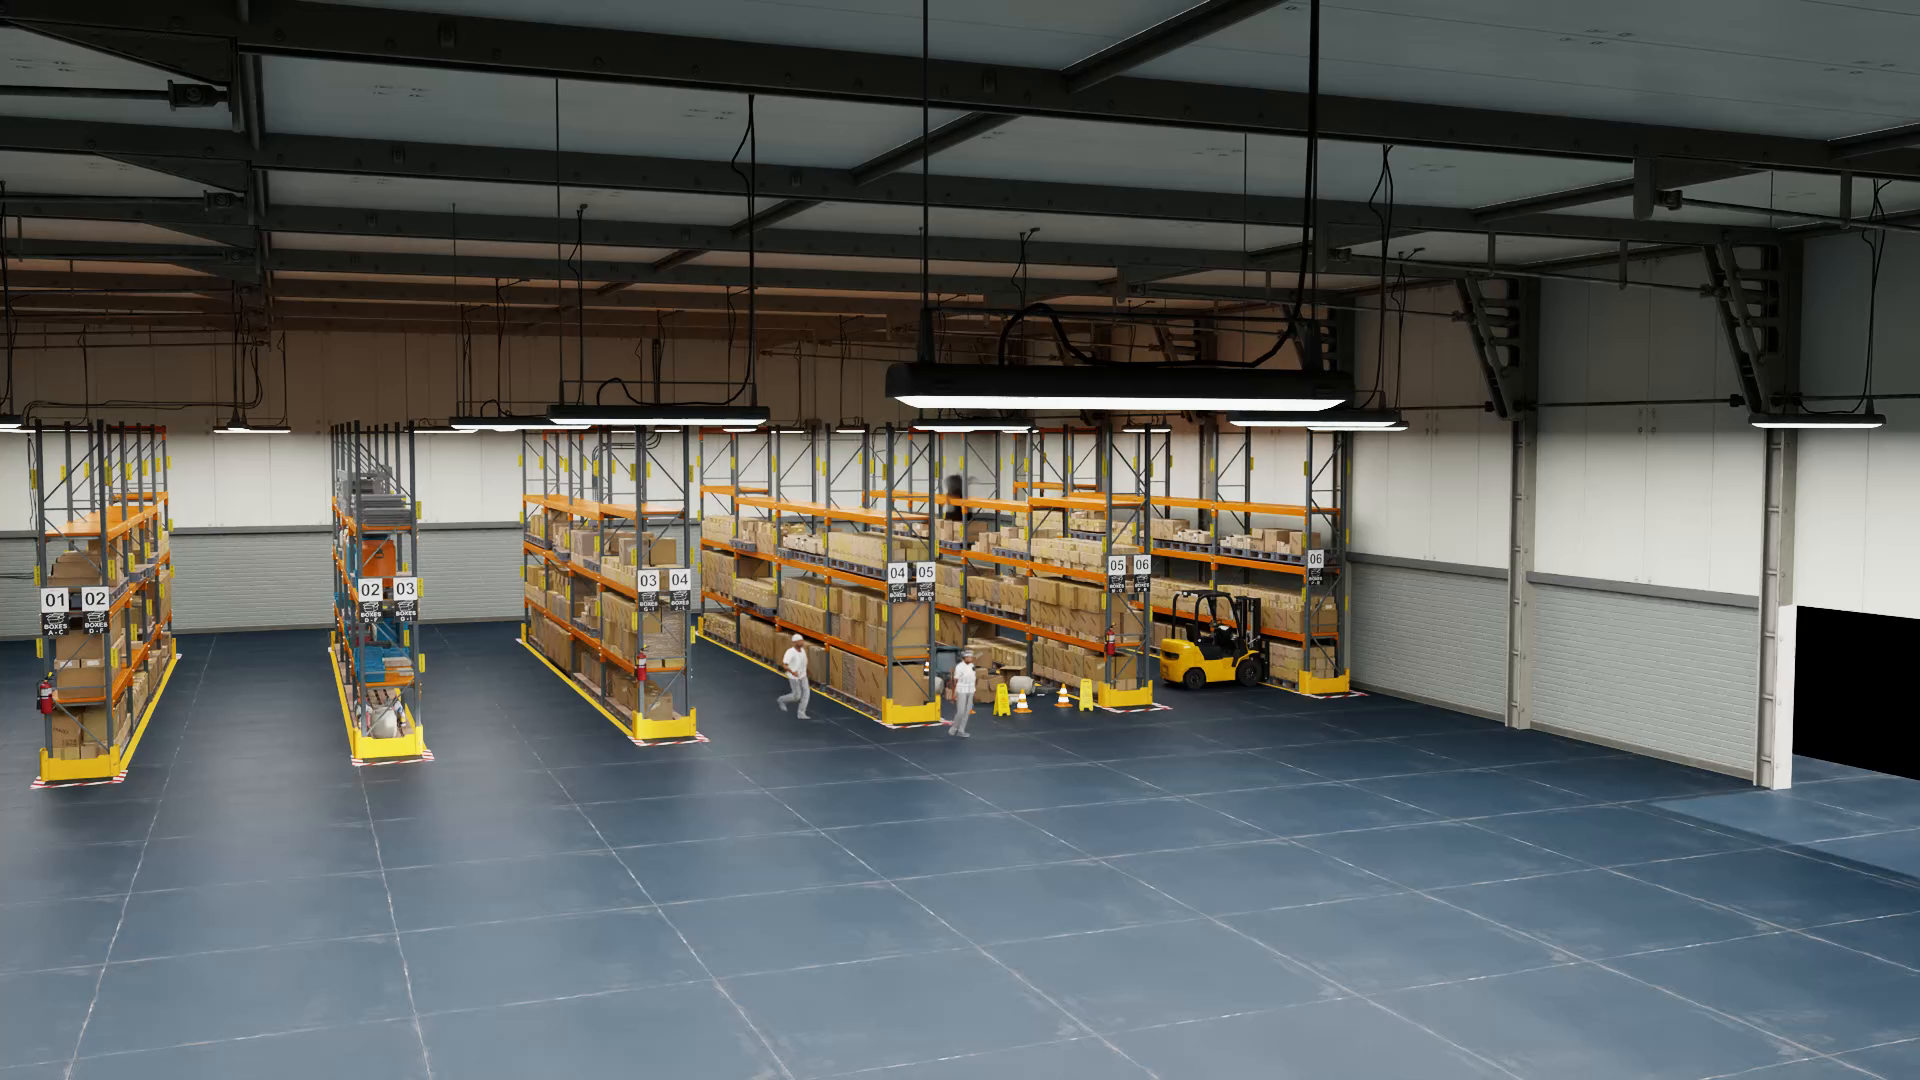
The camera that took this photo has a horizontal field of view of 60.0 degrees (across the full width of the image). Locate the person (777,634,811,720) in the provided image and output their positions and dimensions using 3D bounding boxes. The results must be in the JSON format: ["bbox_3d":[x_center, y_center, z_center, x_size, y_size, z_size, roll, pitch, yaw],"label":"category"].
[{"bbox_3d":[-3.338,2.764,33.684,0.780,1.730,0.710,2,4,34],"label":"person"}]

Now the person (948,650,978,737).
[{"bbox_3d":[0.052,2.911,31.533,0.548,1.661,0.443,-3,4,-37],"label":"person"}]
